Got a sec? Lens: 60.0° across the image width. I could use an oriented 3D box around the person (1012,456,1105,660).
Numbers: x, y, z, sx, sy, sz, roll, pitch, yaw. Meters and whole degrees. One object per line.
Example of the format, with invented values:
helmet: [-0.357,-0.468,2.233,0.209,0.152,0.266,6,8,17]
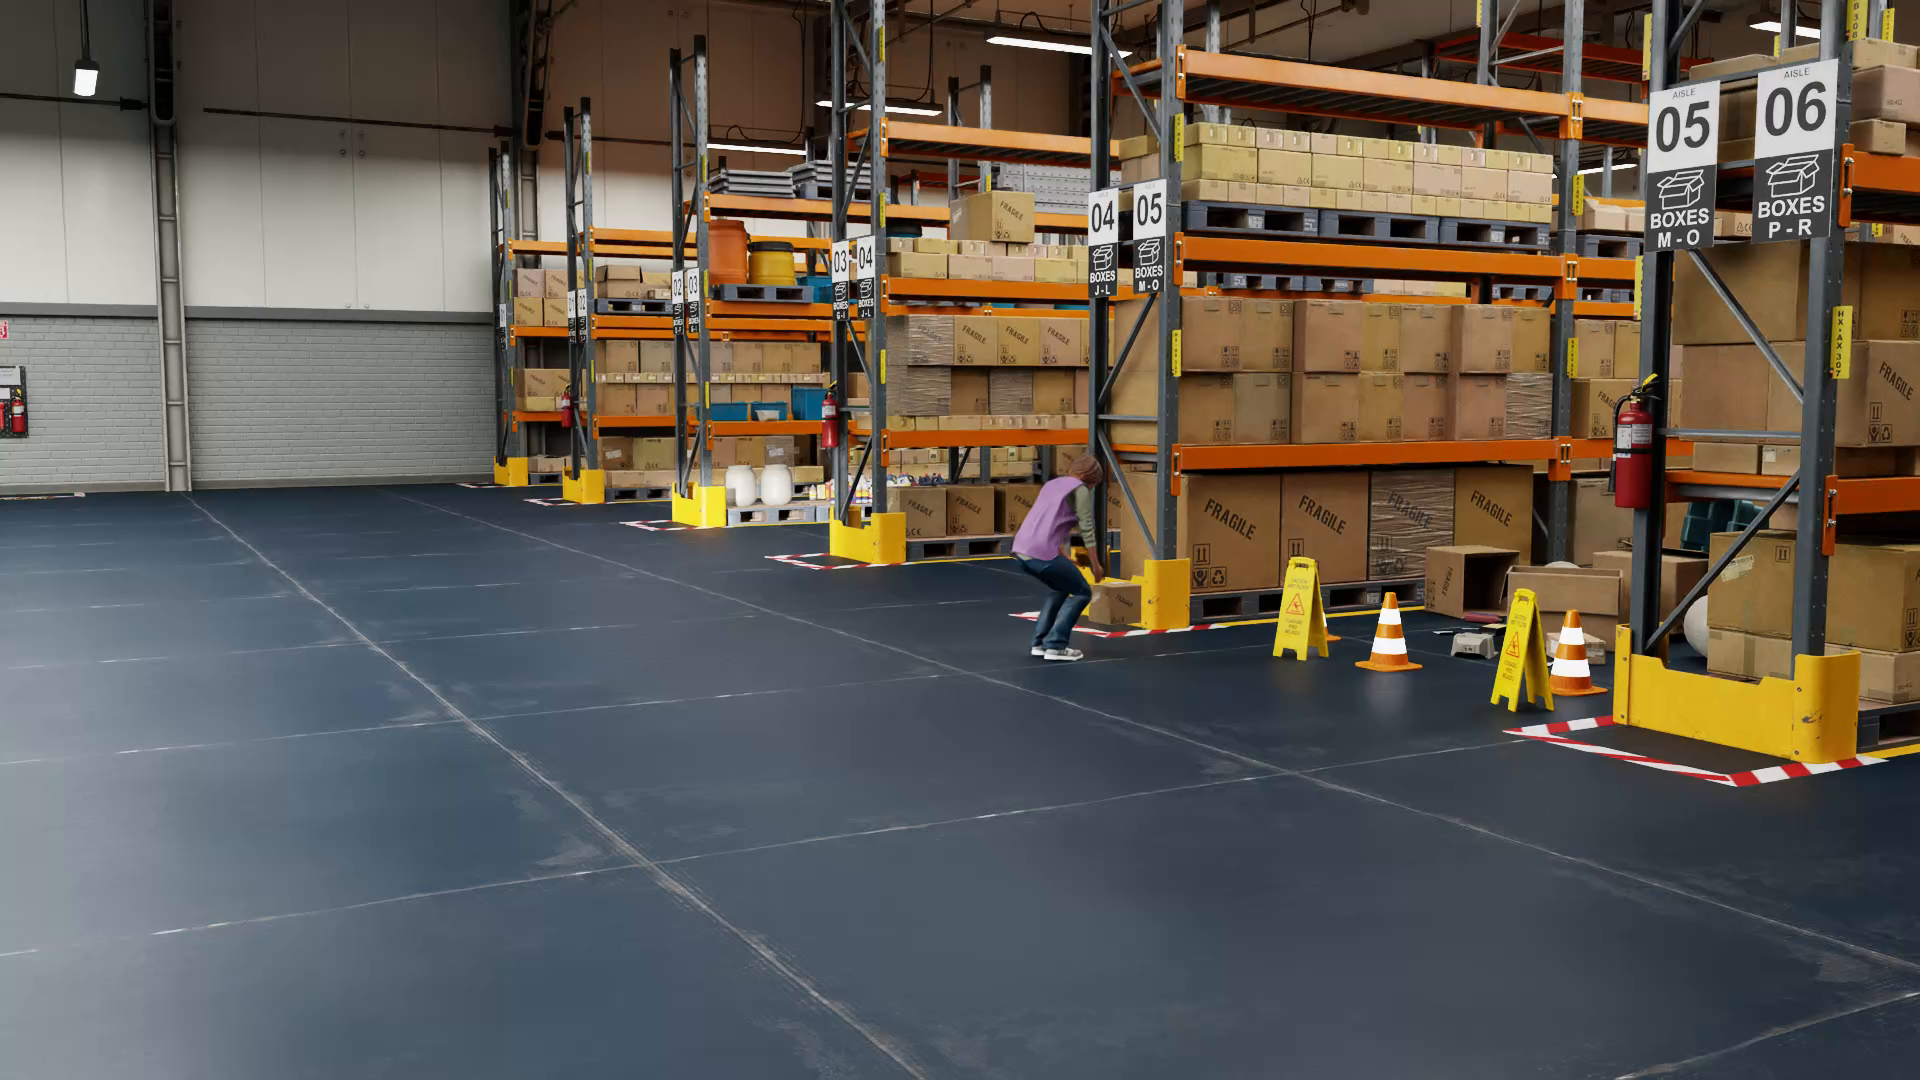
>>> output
person: [0.628,0.111,10.676,0.656,1.298,0.463,-3,6,-29]
